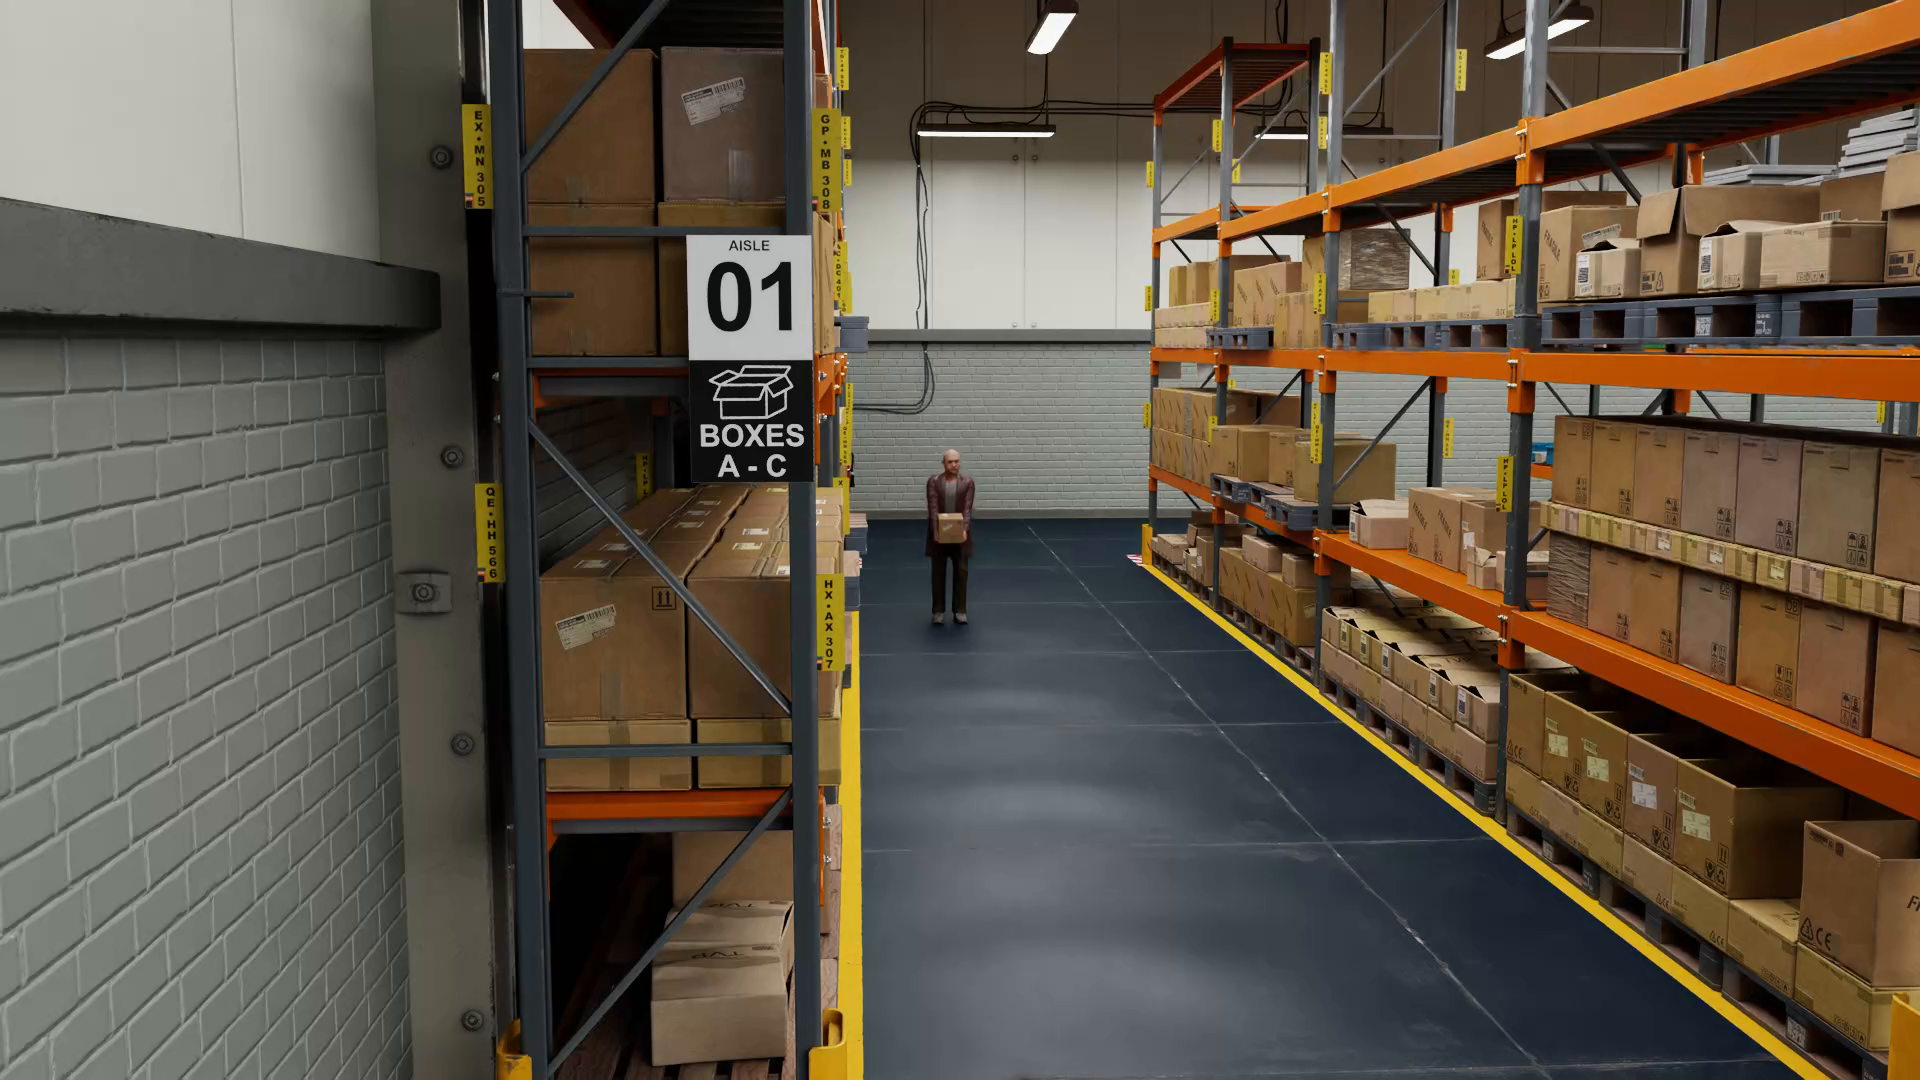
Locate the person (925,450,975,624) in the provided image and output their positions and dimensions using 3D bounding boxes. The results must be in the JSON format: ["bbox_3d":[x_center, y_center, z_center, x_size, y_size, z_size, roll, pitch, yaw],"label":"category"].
[{"bbox_3d":[-0.099,-0.032,17.089,0.524,1.779,0.565,-1,7,-4],"label":"person"}]
